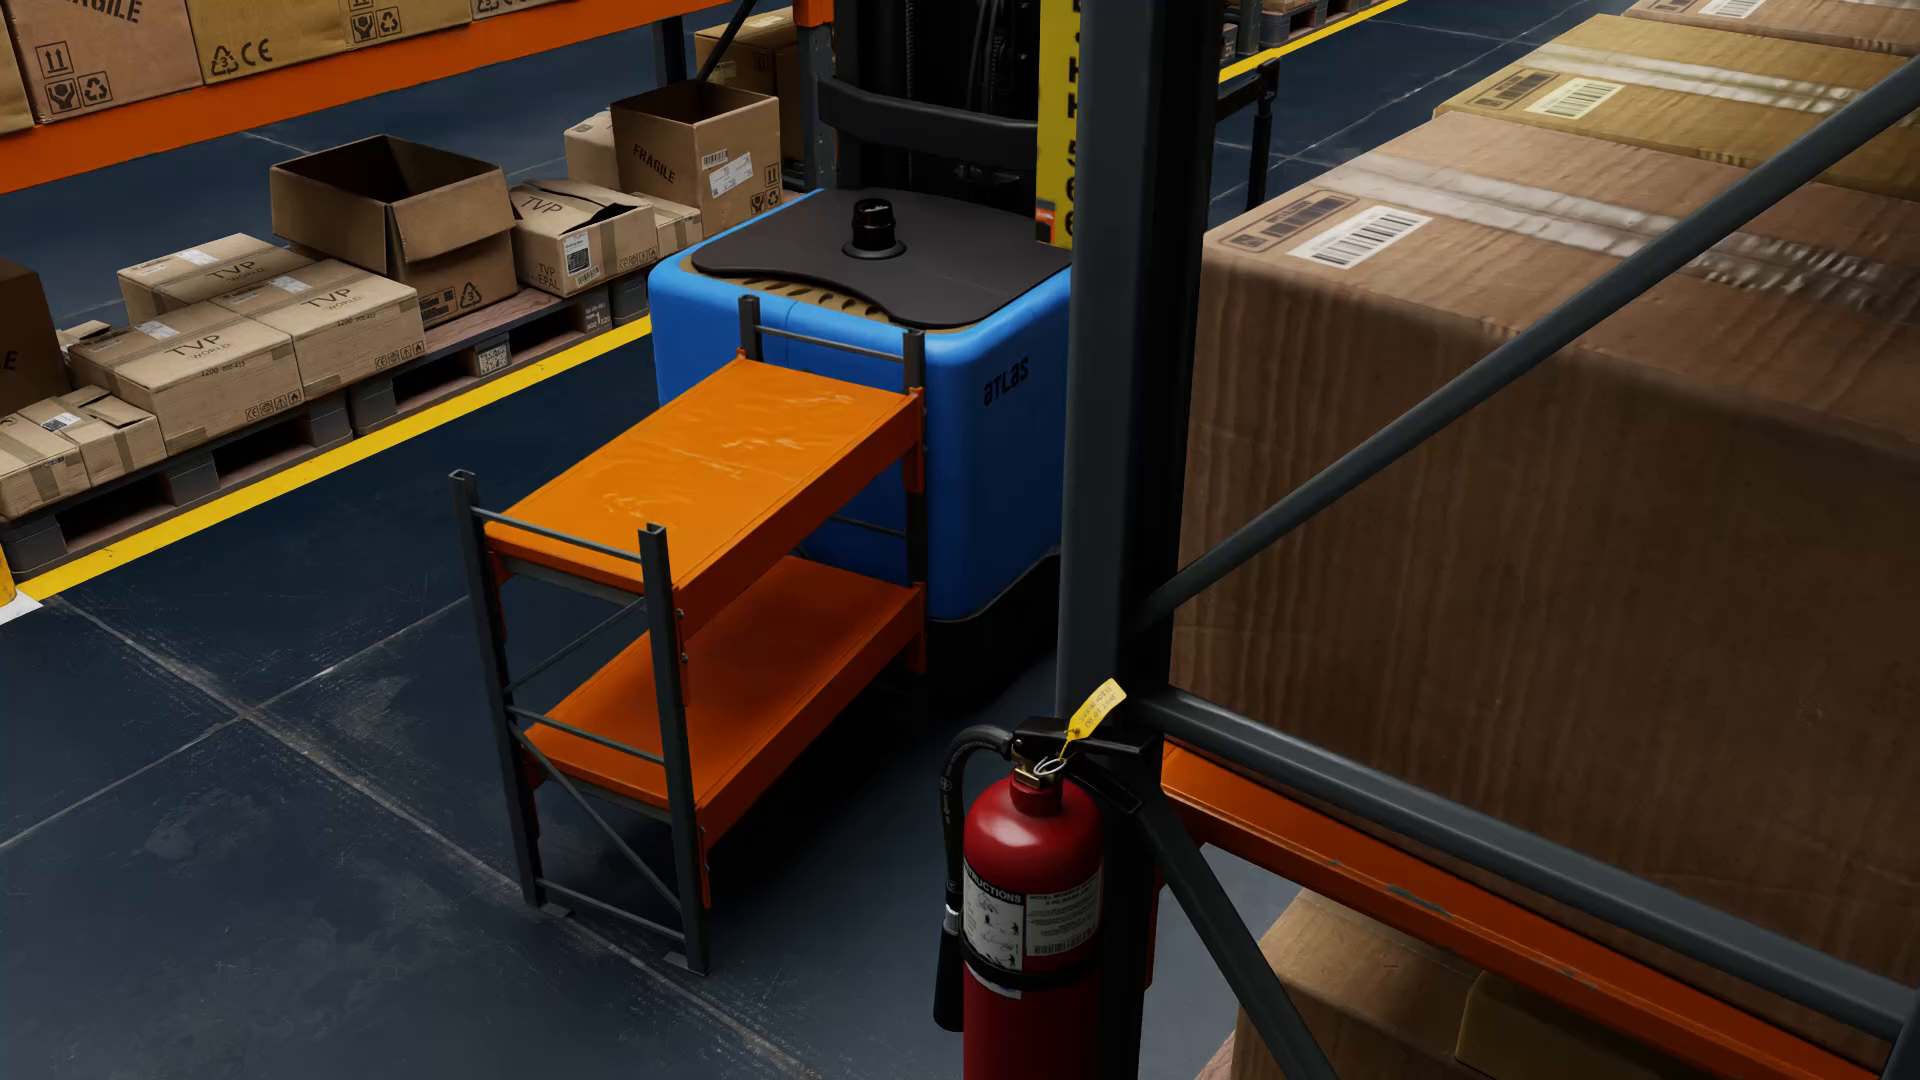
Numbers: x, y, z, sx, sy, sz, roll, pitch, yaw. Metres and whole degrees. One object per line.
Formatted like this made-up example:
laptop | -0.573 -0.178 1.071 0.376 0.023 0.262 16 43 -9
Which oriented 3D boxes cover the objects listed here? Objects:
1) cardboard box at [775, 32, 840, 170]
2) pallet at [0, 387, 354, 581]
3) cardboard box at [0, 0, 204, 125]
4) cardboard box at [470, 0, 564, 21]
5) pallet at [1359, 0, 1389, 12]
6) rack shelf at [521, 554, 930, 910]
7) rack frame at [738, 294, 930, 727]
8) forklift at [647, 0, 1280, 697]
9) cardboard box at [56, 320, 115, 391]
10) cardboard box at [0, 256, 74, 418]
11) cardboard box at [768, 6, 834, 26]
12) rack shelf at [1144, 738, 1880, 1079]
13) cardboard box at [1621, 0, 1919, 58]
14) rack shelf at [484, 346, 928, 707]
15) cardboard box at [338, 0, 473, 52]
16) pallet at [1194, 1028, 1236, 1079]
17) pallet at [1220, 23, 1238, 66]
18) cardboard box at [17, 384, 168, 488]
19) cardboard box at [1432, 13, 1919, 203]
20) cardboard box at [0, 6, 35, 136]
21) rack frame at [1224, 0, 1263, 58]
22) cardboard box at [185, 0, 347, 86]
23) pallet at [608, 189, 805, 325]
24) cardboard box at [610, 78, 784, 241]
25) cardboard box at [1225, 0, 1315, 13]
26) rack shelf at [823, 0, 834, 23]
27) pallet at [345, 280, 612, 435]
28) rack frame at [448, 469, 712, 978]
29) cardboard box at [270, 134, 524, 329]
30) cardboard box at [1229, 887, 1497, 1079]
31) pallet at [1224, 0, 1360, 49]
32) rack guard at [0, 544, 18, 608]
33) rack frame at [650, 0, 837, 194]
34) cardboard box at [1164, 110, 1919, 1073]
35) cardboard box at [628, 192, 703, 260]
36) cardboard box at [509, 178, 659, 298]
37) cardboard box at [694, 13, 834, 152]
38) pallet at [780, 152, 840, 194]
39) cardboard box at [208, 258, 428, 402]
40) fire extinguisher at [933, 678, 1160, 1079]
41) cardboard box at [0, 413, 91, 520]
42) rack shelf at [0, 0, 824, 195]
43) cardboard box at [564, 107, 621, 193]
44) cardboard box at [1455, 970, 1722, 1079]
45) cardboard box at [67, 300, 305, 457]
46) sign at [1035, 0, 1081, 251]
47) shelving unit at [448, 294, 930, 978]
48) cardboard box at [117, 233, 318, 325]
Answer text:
cardboard box | -0.504 -2.062 7.808 0.500 0.500 0.500 19 36 29
pallet | -2.878 -0.356 5.645 1.003 0.211 1.213 21 37 31
cardboard box | -2.619 -1.554 4.833 0.500 0.500 0.500 21 36 31
cardboard box | -1.706 -2.168 5.868 0.500 0.500 0.500 22 37 32
pallet | 2.689 -4.069 11.909 1.003 0.211 1.213 21 37 31
rack shelf | -0.543 0.388 3.971 0.538 0.278 1.000 15 34 23
rack frame | -0.311 -0.053 4.236 0.500 1.125 0.032 15 34 23
forklift | 0.374 -1.555 5.000 1.130 2.935 3.031 18 35 27
cardboard box | -2.957 -0.605 5.676 0.380 0.166 0.250 21 37 31
cardboard box | -3.273 -0.612 5.360 0.500 0.500 0.500 21 37 31
cardboard box | -0.616 -2.428 8.425 0.500 0.500 0.500 21 37 31
rack shelf | 1.754 -0.181 3.319 1.077 0.370 4.000 21 37 31
cardboard box | 1.745 -0.624 3.066 0.980 0.700 0.700 19 36 29
rack shelf | -0.543 -0.074 3.697 0.538 0.278 1.000 15 34 23
cardboard box | -2.011 -1.960 5.517 0.500 0.500 0.500 22 37 32
pallet | 0.967 1.173 3.064 1.003 0.211 1.213 21 37 31
pallet | 0.944 -2.961 10.040 1.003 0.211 1.213 21 37 31
cardboard box | -2.727 -0.337 5.225 0.380 0.166 0.250 21 37 31
cardboard box | 1.277 -0.316 2.548 0.980 0.700 0.700 21 36 31
cardboard box | -2.927 -1.343 4.476 0.500 0.500 0.500 22 37 32
rack frame | 1.424 -4.453 9.821 1.000 3.000 0.127 21 37 31
cardboard box | -2.314 -1.758 5.175 0.500 0.500 0.500 21 37 31
pallet | -1.405 -1.348 7.318 1.003 0.211 1.213 21 37 31
cardboard box | -1.108 -1.622 7.065 0.500 0.500 0.500 21 37 31
cardboard box | 1.975 -3.573 10.622 0.500 0.250 0.500 21 37 31
rack shelf | 0.217 -3.330 8.633 1.077 0.370 4.000 21 37 31
pallet | -2.141 -0.850 6.478 1.003 0.211 1.213 21 37 31
rack frame | -0.774 0.409 3.457 0.500 1.125 0.032 15 34 23
cardboard box | -2.120 -1.177 6.311 0.797 0.503 0.637 21 37 31
cardboard box | 0.890 0.902 2.827 0.700 0.500 0.500 21 37 31
pallet | 1.952 -3.576 11.076 1.003 0.211 1.213 21 37 31
rack guard | -3.359 -0.156 5.024 1.175 0.500 0.348 21 37 31
rack frame | -0.990 -2.827 7.078 1.000 3.000 0.127 21 37 31
cardboard box | 0.847 -0.017 2.043 0.980 0.700 0.700 23 38 33
cardboard box | -1.286 -1.300 6.866 0.380 0.149 0.250 21 37 31
cardboard box | -1.561 -1.236 6.598 0.500 0.311 0.500 21 37 31
cardboard box | -0.921 -2.229 8.090 0.500 0.500 0.500 21 37 31
pallet | -0.529 -1.969 8.366 1.003 0.211 1.213 21 37 31
cardboard box | -2.247 -0.747 5.835 0.500 0.250 0.500 21 37 31
fire extinguisher | 0.088 0.435 2.015 0.296 0.674 0.183 21 37 31
cardboard box | -2.878 -0.228 5.058 0.380 0.149 0.250 21 37 31
rack shelf | -2.197 -1.704 5.889 1.077 0.370 4.000 21 37 31
cardboard box | -1.416 -1.755 7.475 0.500 0.311 0.500 21 37 31
cardboard box | 0.974 0.735 2.472 0.380 0.149 0.250 21 37 32
cardboard box | -2.548 -0.544 5.492 0.500 0.250 0.500 21 37 31
sign | 0.123 -0.451 1.700 0.100 0.325 0.005 21 37 31
shelving unit | -0.543 0.178 3.847 0.538 1.125 1.048 15 34 23
cardboard box | -2.675 -0.881 6.060 0.500 0.250 0.500 21 37 31
